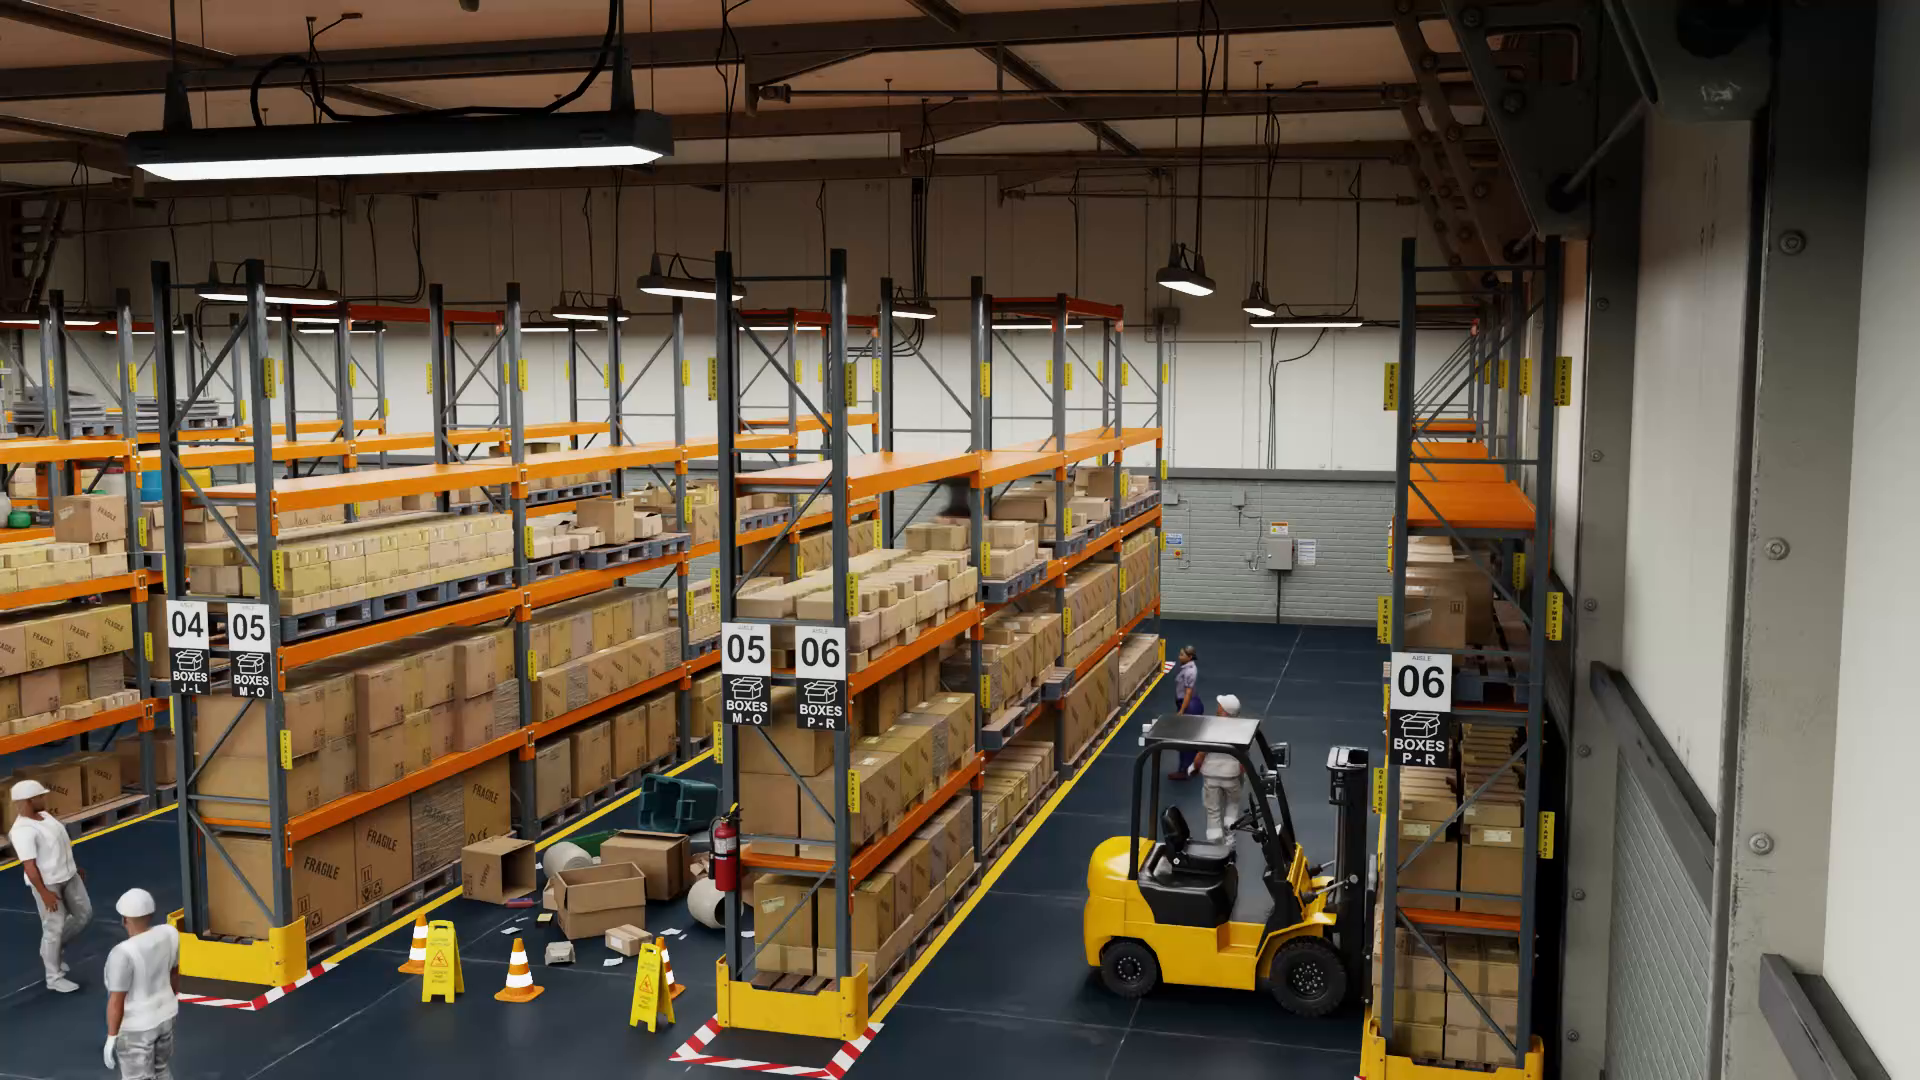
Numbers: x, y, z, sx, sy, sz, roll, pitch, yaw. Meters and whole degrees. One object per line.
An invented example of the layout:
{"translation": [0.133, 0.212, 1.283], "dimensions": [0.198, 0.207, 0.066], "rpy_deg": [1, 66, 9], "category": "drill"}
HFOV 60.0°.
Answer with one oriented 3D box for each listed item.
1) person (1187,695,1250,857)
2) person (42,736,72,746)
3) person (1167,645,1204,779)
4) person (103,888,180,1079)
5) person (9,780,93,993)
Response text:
{"translation": [2.678, 2.466, 17.204], "dimensions": [0.638, 1.801, 0.542], "rpy_deg": [1, 6, 6], "category": "person"}
{"translation": [-12.396, 1.918, 22.614], "dimensions": [0.498, 1.708, 0.615], "rpy_deg": [0, 6, 2], "category": "person"}
{"translation": [2.838, 2.141, 20.836], "dimensions": [0.409, 1.654, 0.493], "rpy_deg": [2, 6, 16], "category": "person"}
{"translation": [-5.293, 3.148, 10.781], "dimensions": [0.370, 1.822, 0.684], "rpy_deg": [1, 6, 9], "category": "person"}
{"translation": [-7.552, 2.842, 13.868], "dimensions": [0.576, 1.745, 0.699], "rpy_deg": [1, 6, 6], "category": "person"}
